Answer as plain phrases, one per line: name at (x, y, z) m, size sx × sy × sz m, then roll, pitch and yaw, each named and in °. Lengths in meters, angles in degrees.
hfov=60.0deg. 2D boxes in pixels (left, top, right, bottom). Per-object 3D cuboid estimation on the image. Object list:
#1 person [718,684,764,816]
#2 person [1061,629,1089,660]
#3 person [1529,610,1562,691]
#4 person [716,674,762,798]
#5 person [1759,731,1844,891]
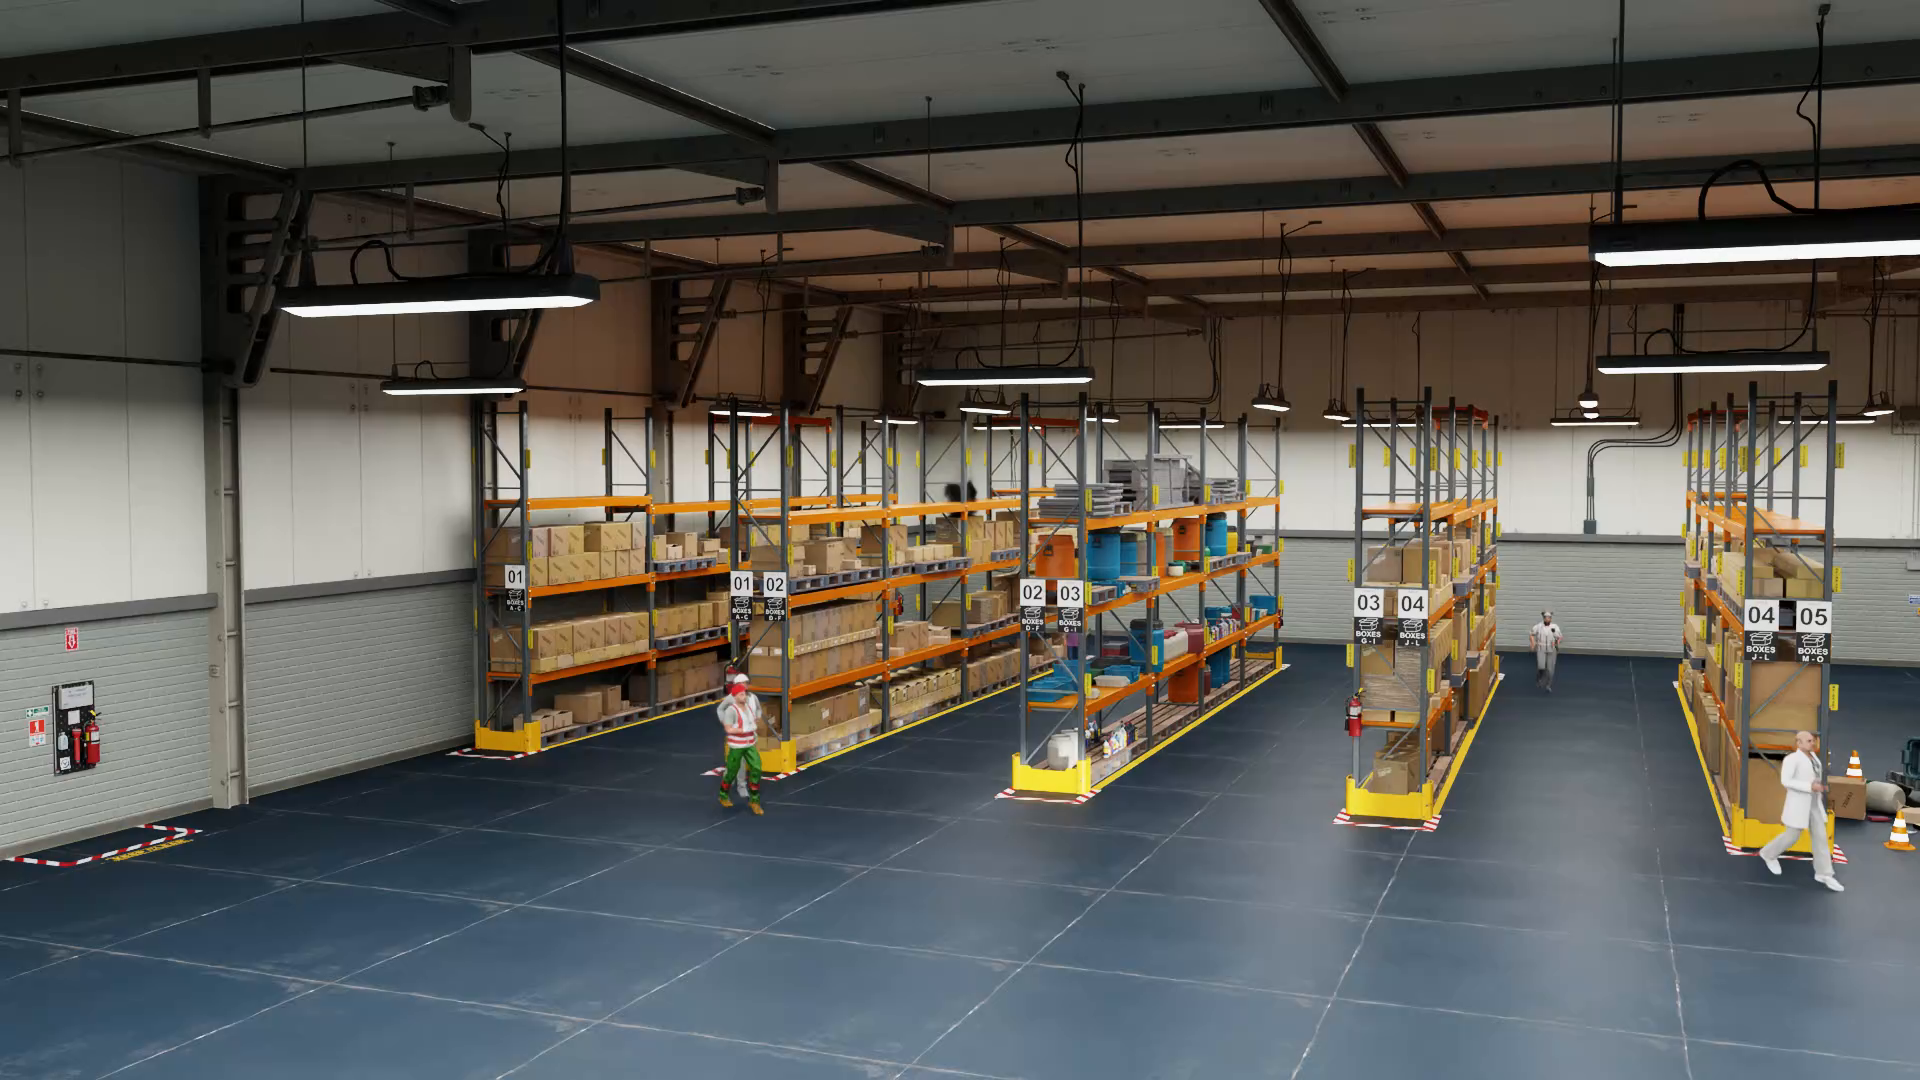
person at (-3.095, 2.954, 23.514) m, size 0.798 × 1.845 × 0.647 m, roll 3°, pitch 4°, yaw 42°
person at (2.414, 2.248, 35.311) m, size 0.560 × 1.516 × 0.558 m, roll 1°, pitch 3°, yaw 22°
person at (12.629, 2.388, 35.828) m, size 0.665 × 1.745 × 0.597 m, roll 1°, pitch 3°, yaw 16°
person at (-3.293, 2.901, 24.962) m, size 0.672 × 1.806 × 0.848 m, roll -2°, pitch 4°, yaw -40°
person at (9.889, 3.133, 19.539) m, size 0.724 × 1.795 × 1.054 m, roll -1°, pitch 3°, yaw -24°
